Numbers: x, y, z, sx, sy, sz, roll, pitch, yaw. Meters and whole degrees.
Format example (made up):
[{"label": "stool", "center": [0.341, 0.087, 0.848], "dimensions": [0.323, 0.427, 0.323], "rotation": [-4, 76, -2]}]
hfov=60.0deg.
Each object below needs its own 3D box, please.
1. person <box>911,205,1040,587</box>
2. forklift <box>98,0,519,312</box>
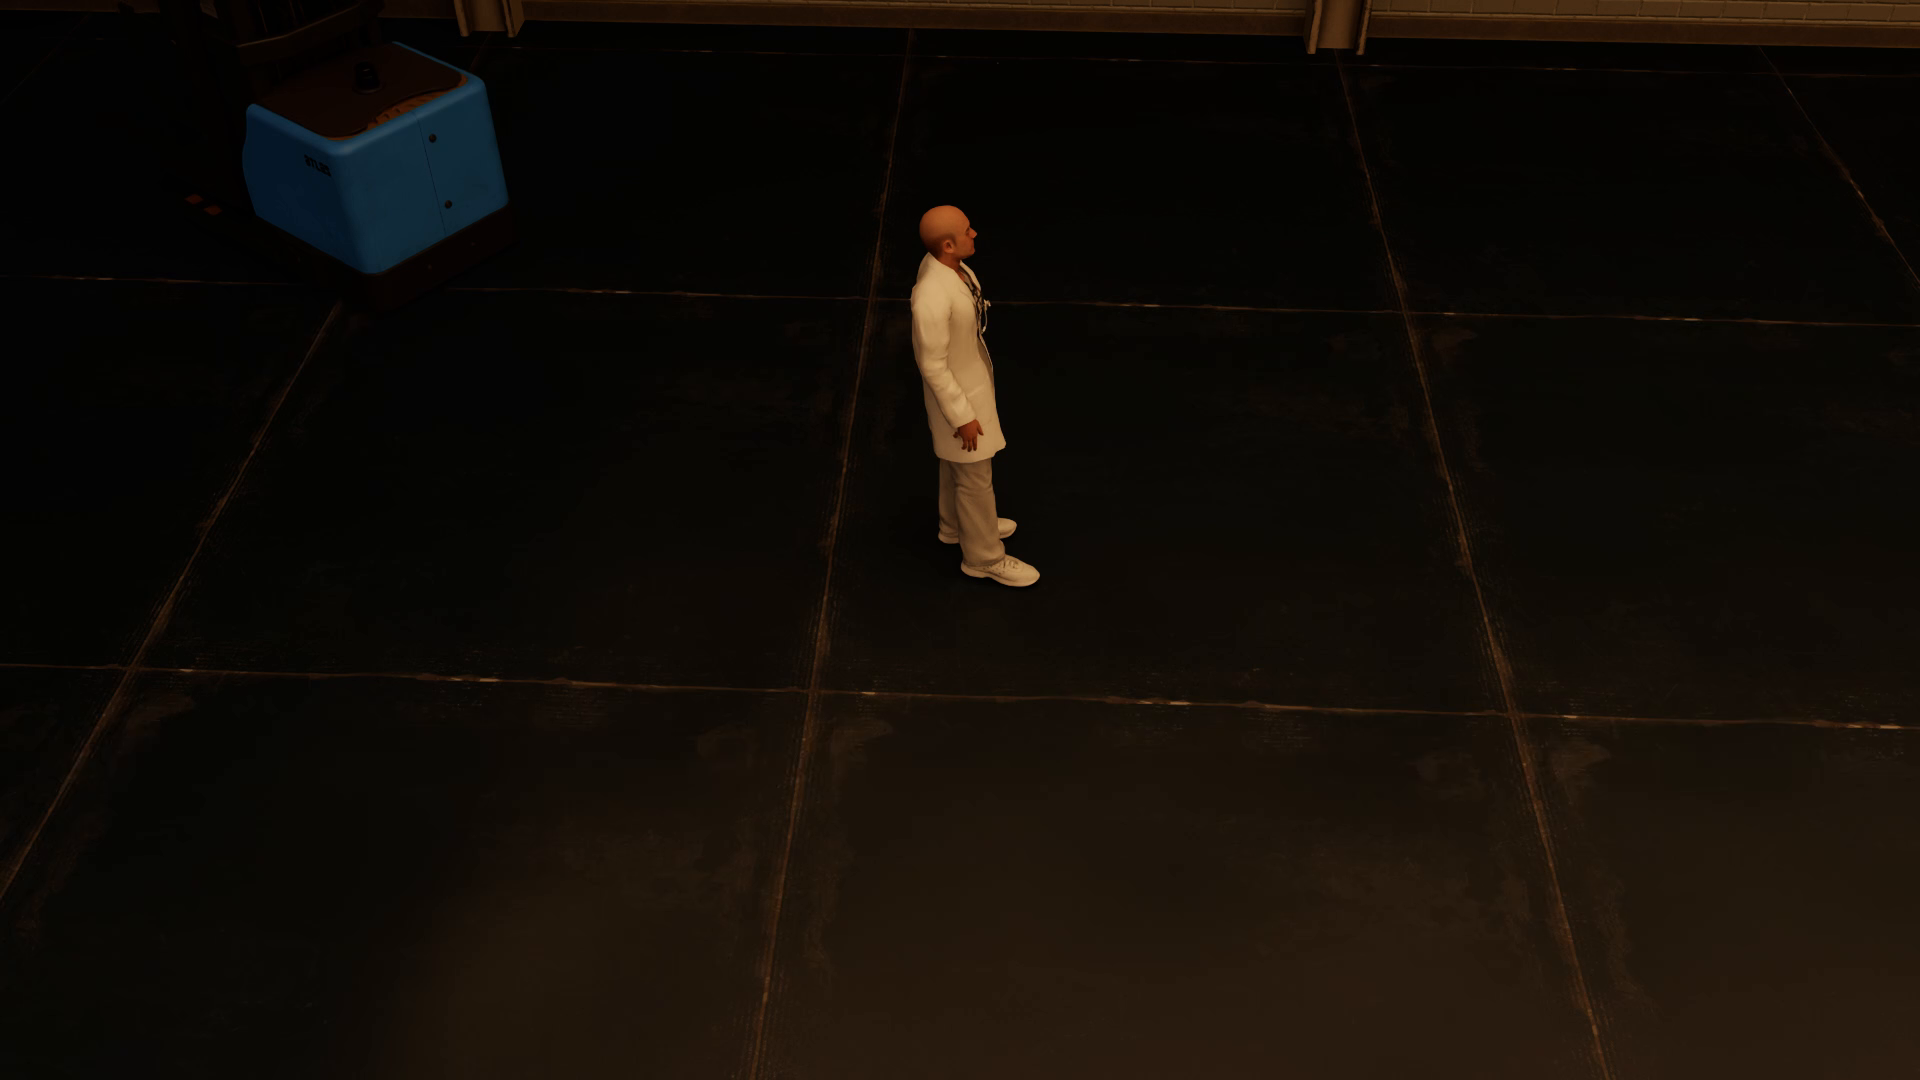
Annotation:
[{"label": "person", "center": [0.090, -0.656, 7.305], "dimensions": [0.581, 1.776, 0.696], "rotation": [2, 42, 2]}, {"label": "forklift", "center": [-4.062, -3.163, 9.208], "dimensions": [3.031, 2.935, 1.130], "rotation": [28, 49, 27]}]
